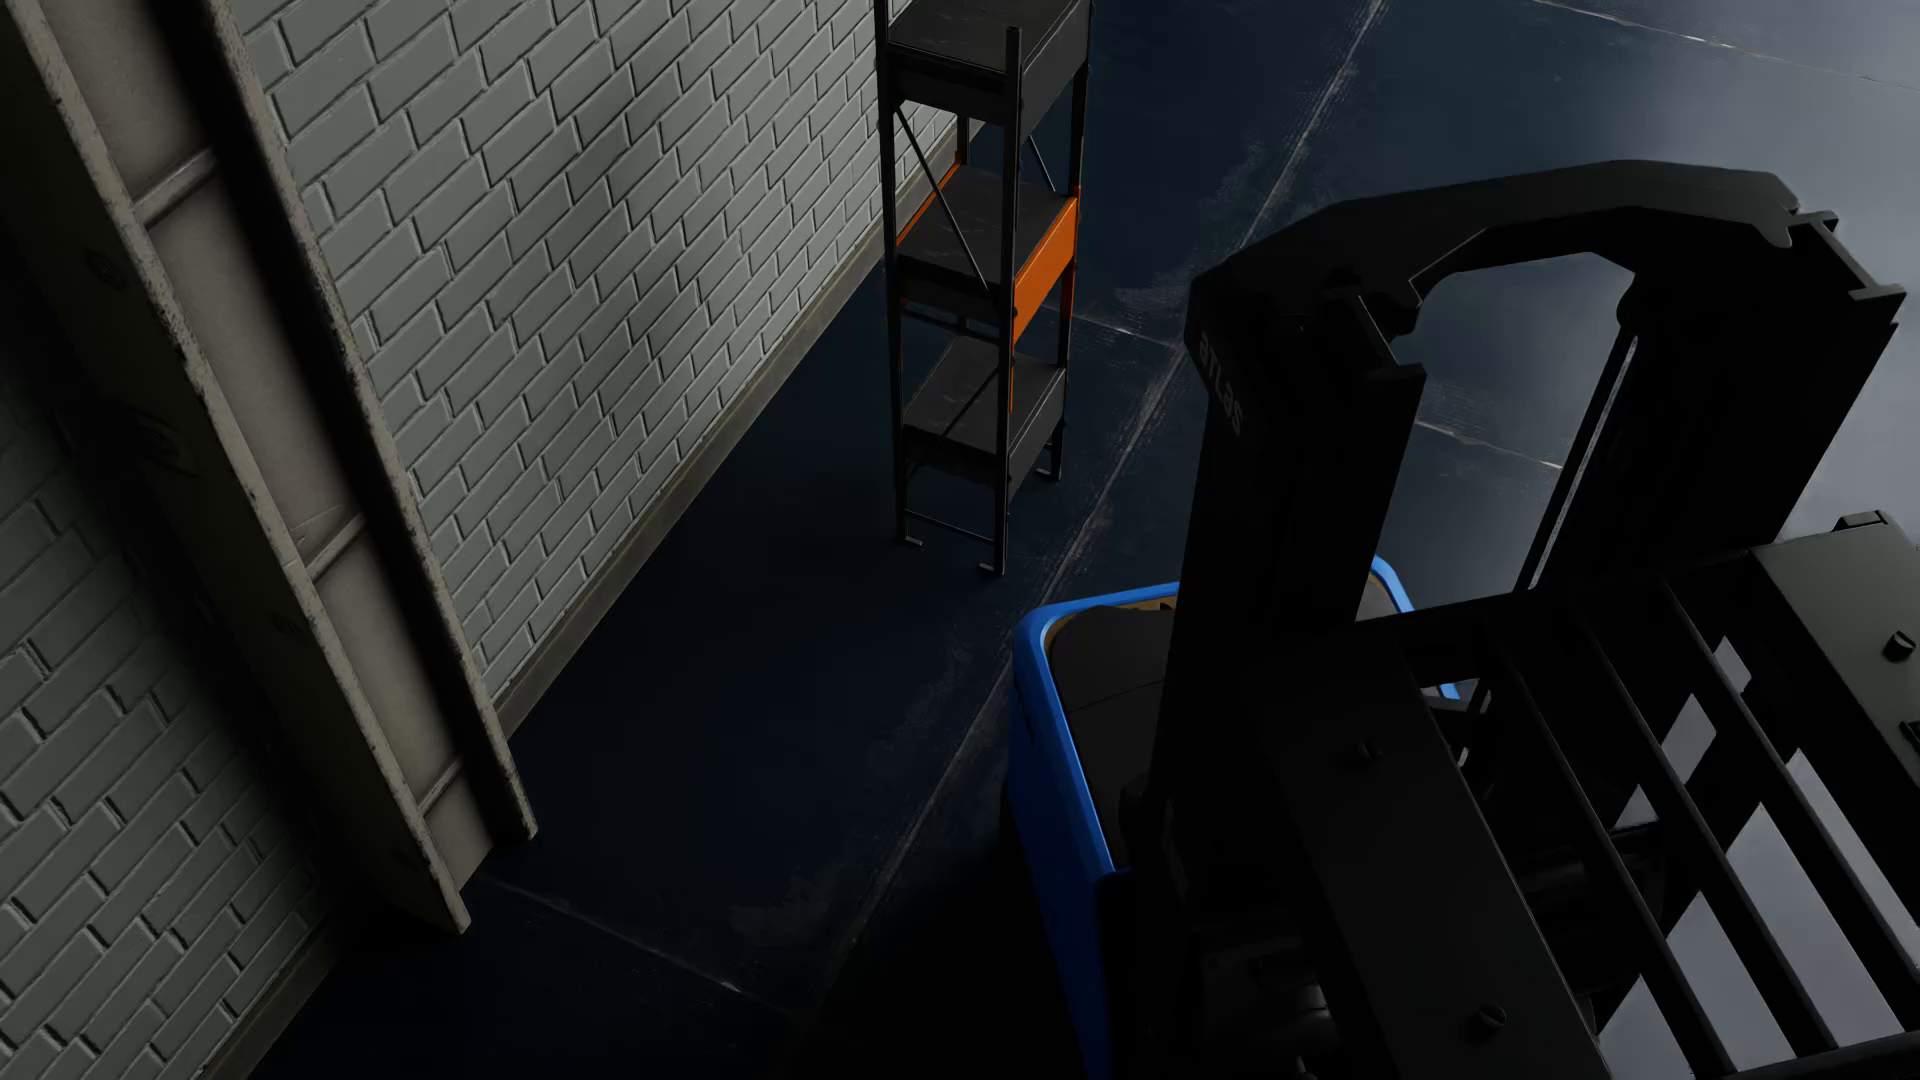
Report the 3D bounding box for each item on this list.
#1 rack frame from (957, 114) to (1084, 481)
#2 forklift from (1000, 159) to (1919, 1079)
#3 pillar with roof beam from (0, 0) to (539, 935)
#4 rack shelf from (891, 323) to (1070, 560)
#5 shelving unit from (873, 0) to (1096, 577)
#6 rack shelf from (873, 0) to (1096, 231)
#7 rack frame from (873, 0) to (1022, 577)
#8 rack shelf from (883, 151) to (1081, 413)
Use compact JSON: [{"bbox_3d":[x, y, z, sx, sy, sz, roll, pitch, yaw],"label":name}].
[{"bbox_3d":[0.175,-0.962,5.190,0.400,2.100,0.015,20,52,16],"label":"rack frame"},{"bbox_3d":[0.948,0.937,3.028,1.130,2.935,3.031,-10,50,-8],"label":"forklift"},{"bbox_3d":[2.402,-0.563,0.321,9.100,9.000,0.400,20,52,16],"label":"pillar with roof beam"},{"bbox_3d":[0.071,-0.332,5.591,0.431,0.518,0.480,20,52,16],"label":"rack shelf"},{"bbox_3d":[0.071,-0.794,5.047,0.431,2.100,0.503,20,52,16],"label":"shelving unit"},{"bbox_3d":[0.071,-1.239,4.525,0.431,0.518,0.480,20,52,16],"label":"rack shelf"},{"bbox_3d":[-0.034,-0.626,4.904,0.400,2.100,0.015,20,52,16],"label":"rack frame"},{"bbox_3d":[0.071,-0.786,5.058,0.431,0.518,0.480,20,52,16],"label":"rack shelf"}]
